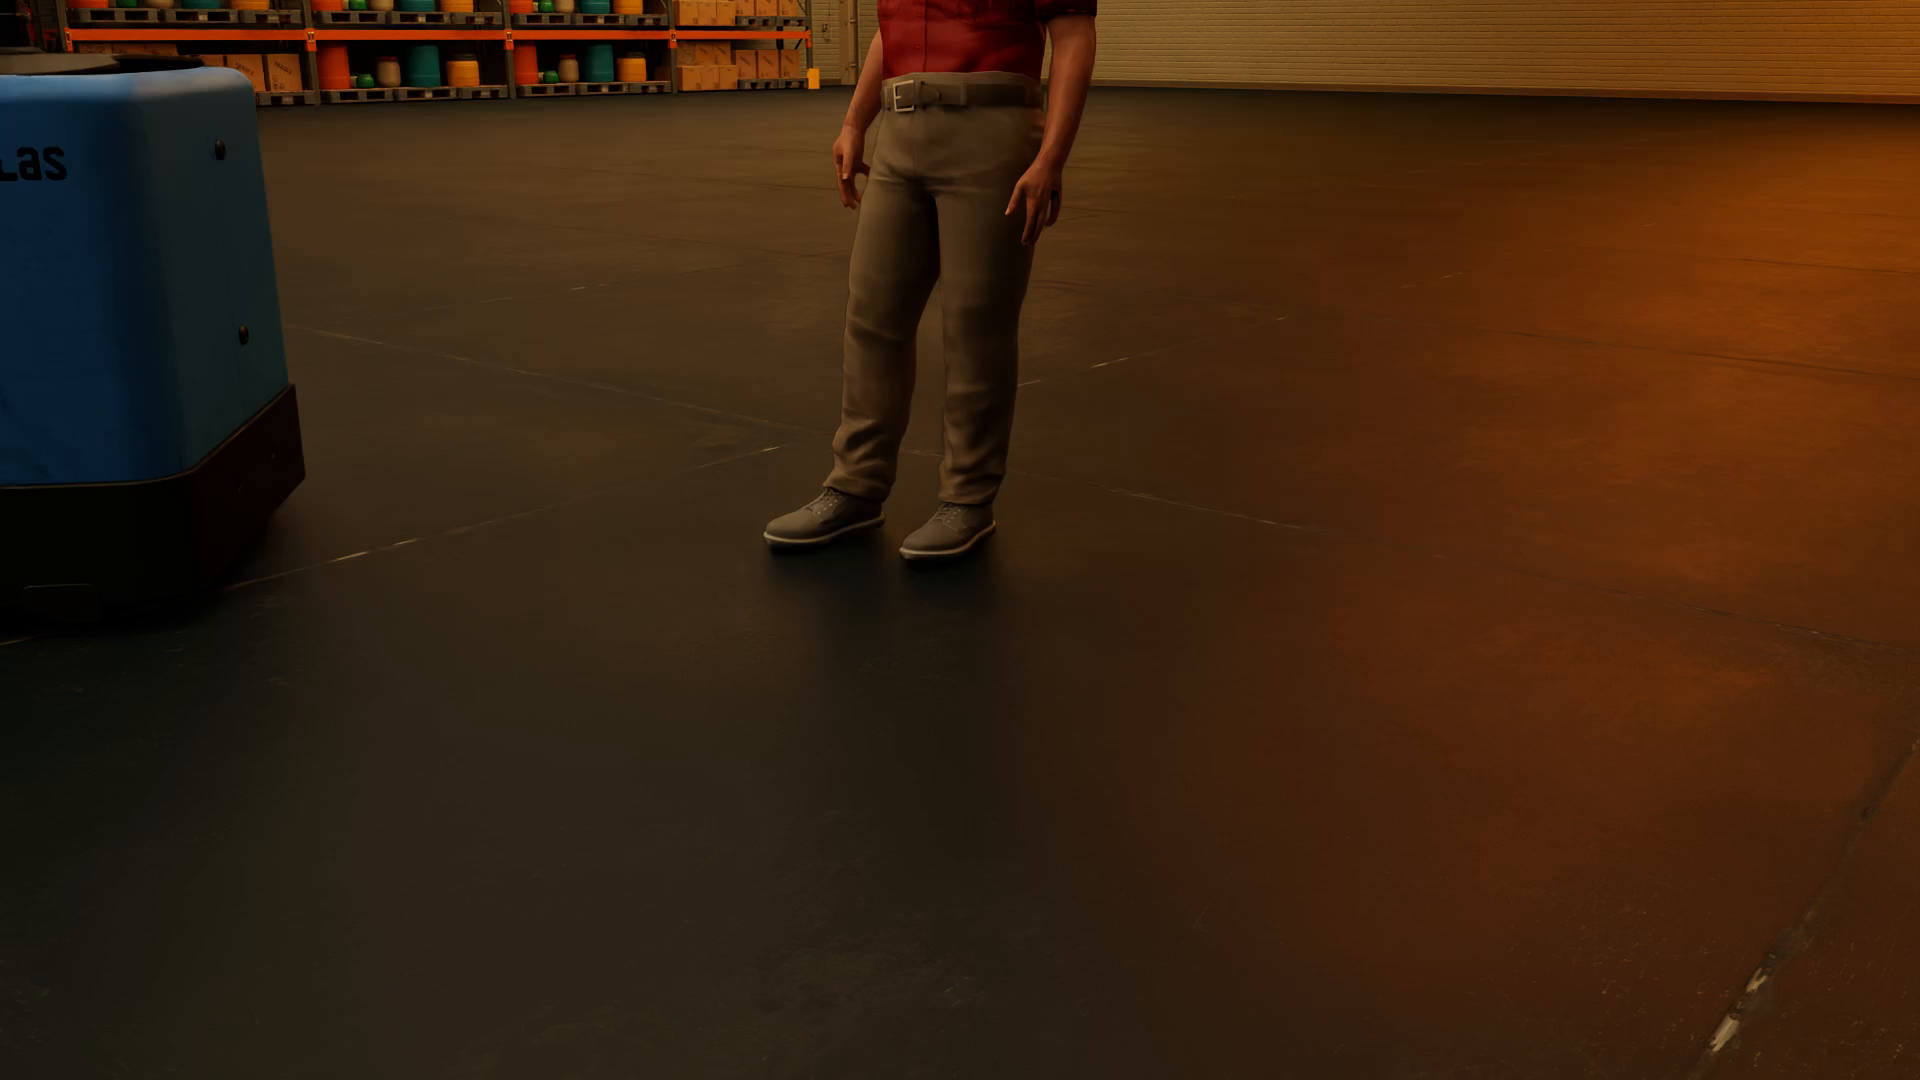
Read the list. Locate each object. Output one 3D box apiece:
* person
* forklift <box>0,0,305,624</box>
[{"bbox_3d":[-0.066,-0.816,3.630,0.640,1.727,0.551,13,21,37],"label":"person"},{"bbox_3d":[-3.094,-1.304,3.190,3.031,2.935,1.130,-2,17,-8],"label":"forklift"}]
